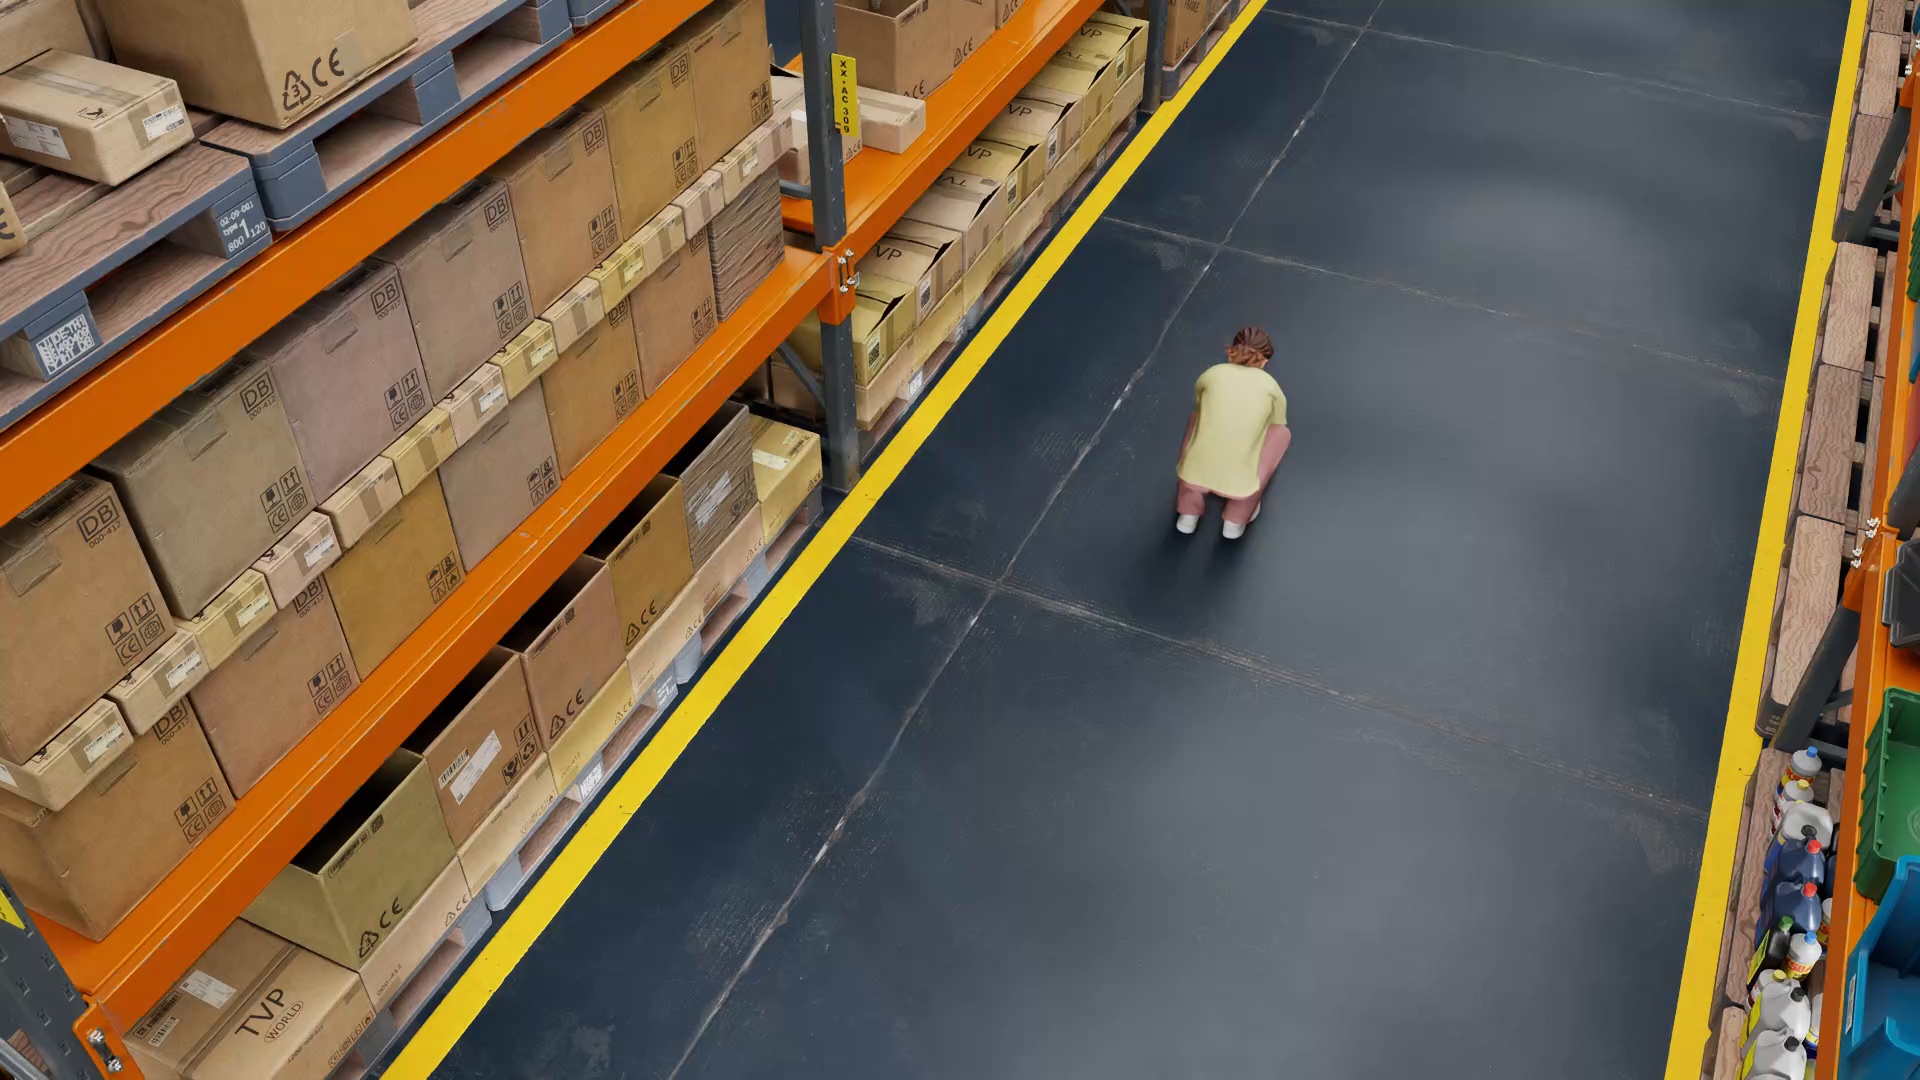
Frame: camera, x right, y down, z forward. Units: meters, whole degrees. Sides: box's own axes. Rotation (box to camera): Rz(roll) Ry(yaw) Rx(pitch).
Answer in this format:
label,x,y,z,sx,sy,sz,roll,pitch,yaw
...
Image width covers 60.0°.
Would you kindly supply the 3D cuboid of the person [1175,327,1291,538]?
label,x,y,z,sx,sy,sz,roll,pitch,yaw
person,1.208,-0.434,7.388,0.465,0.818,0.835,17,45,18
